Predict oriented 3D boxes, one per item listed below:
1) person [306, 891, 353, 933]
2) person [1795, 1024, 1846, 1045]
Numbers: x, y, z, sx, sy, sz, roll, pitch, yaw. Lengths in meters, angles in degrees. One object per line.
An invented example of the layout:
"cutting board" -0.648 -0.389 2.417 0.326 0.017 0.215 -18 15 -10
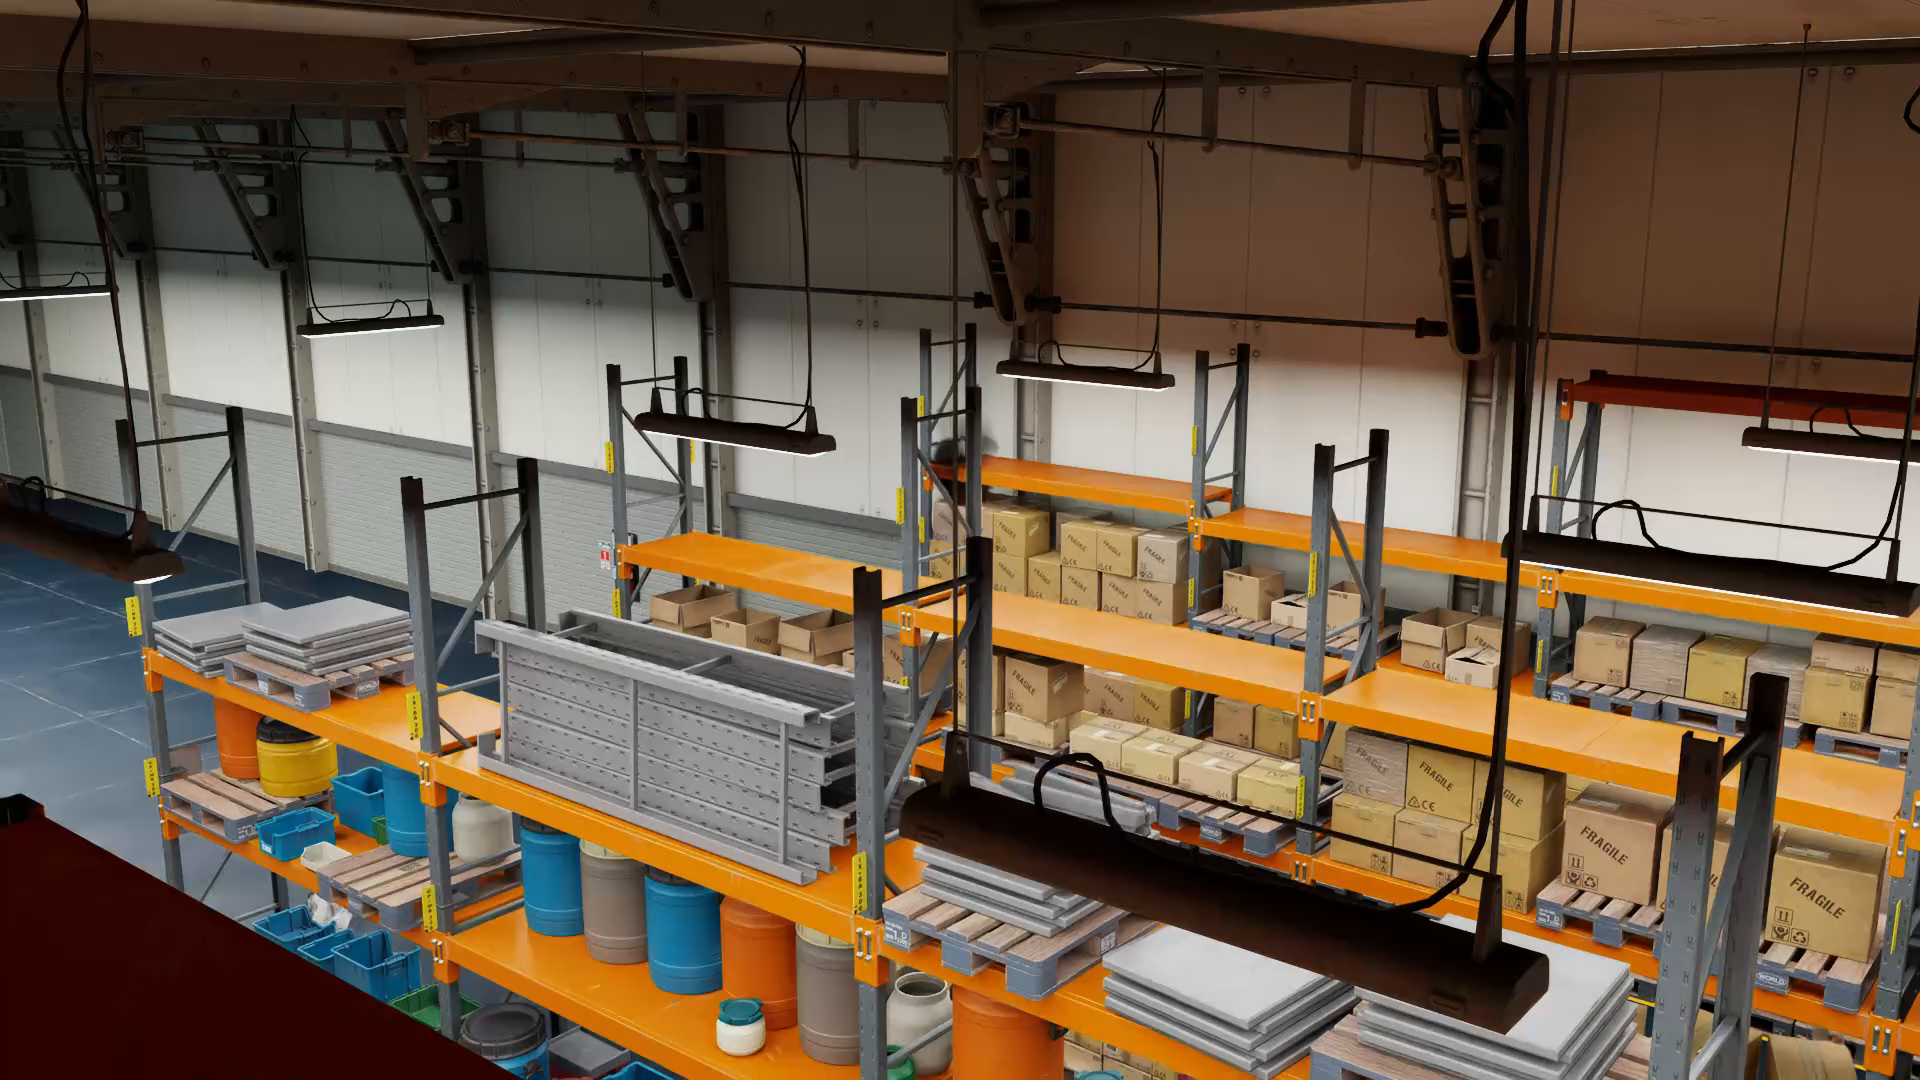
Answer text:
"person" -6.083 3.736 15.946 0.568 1.647 0.611 -1 13 -3
"person" 7.136 4.260 13.706 0.565 1.625 0.565 6 14 26
